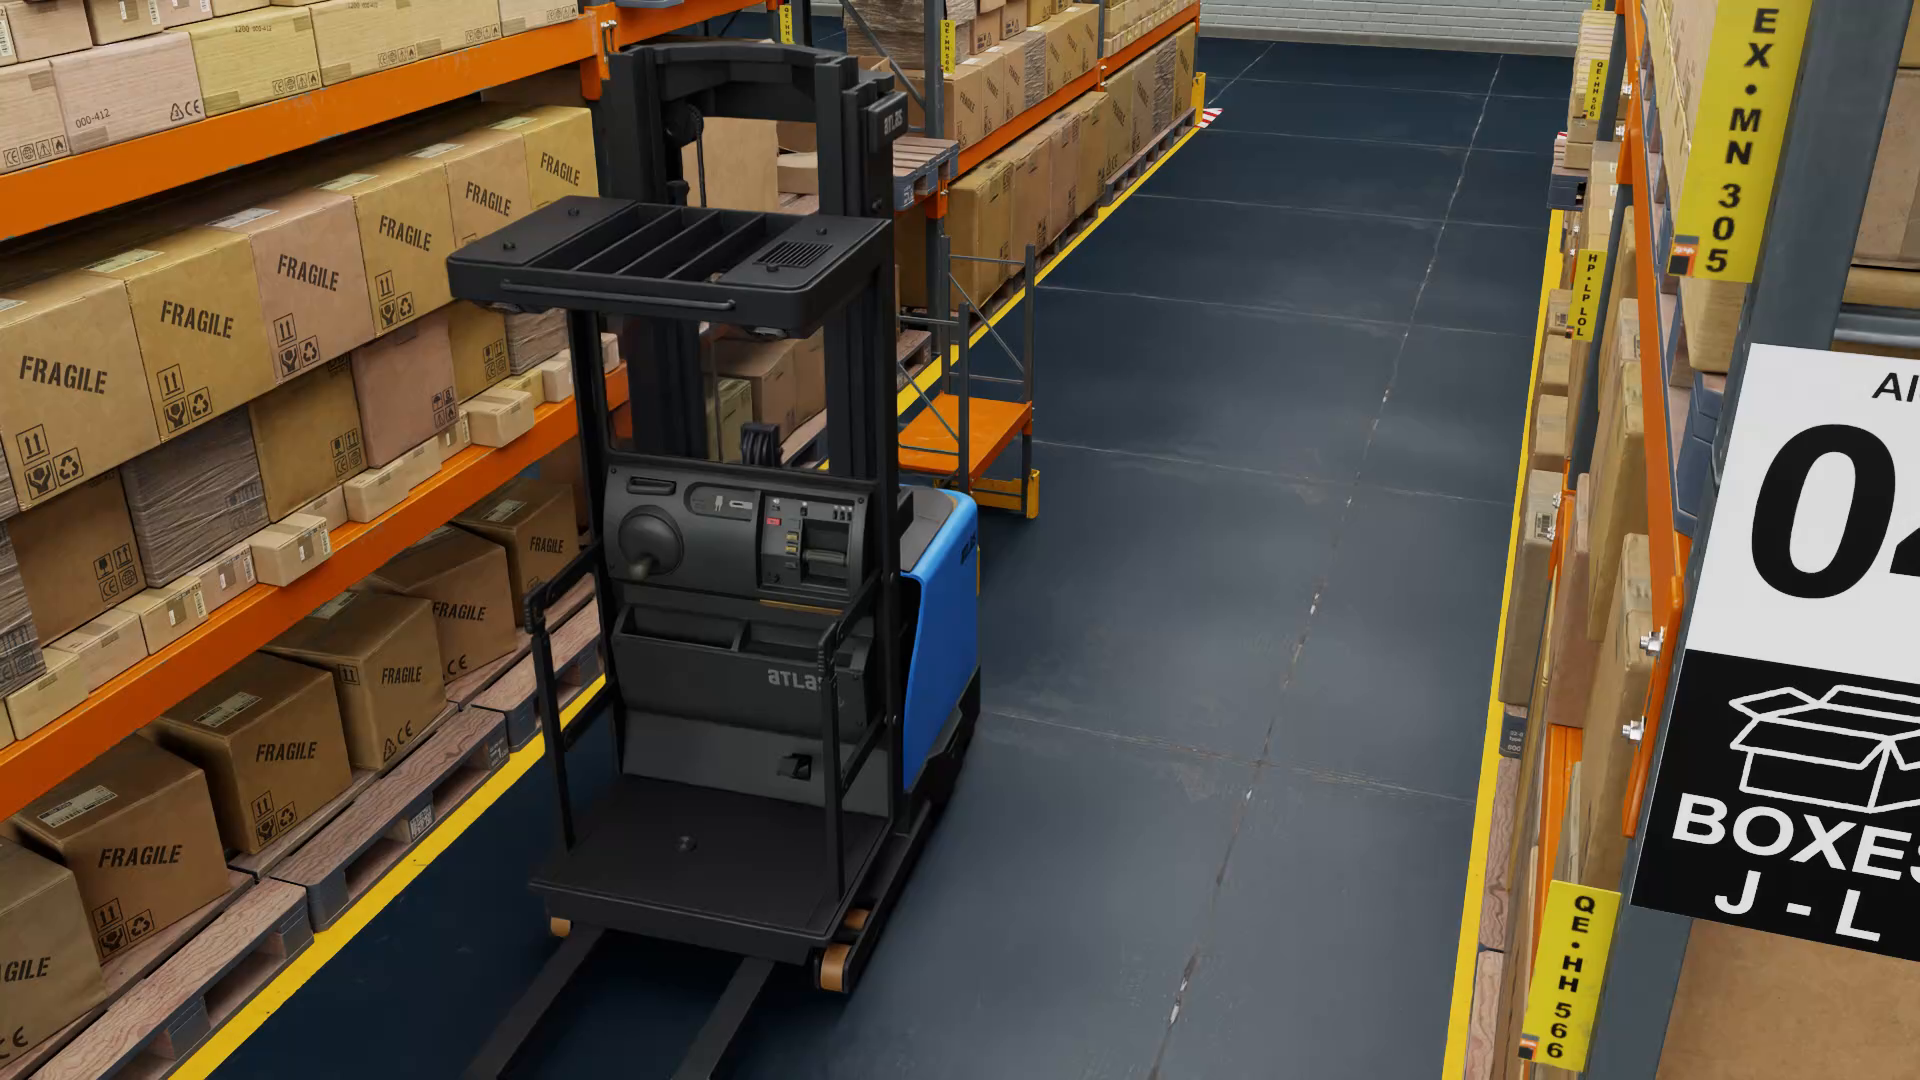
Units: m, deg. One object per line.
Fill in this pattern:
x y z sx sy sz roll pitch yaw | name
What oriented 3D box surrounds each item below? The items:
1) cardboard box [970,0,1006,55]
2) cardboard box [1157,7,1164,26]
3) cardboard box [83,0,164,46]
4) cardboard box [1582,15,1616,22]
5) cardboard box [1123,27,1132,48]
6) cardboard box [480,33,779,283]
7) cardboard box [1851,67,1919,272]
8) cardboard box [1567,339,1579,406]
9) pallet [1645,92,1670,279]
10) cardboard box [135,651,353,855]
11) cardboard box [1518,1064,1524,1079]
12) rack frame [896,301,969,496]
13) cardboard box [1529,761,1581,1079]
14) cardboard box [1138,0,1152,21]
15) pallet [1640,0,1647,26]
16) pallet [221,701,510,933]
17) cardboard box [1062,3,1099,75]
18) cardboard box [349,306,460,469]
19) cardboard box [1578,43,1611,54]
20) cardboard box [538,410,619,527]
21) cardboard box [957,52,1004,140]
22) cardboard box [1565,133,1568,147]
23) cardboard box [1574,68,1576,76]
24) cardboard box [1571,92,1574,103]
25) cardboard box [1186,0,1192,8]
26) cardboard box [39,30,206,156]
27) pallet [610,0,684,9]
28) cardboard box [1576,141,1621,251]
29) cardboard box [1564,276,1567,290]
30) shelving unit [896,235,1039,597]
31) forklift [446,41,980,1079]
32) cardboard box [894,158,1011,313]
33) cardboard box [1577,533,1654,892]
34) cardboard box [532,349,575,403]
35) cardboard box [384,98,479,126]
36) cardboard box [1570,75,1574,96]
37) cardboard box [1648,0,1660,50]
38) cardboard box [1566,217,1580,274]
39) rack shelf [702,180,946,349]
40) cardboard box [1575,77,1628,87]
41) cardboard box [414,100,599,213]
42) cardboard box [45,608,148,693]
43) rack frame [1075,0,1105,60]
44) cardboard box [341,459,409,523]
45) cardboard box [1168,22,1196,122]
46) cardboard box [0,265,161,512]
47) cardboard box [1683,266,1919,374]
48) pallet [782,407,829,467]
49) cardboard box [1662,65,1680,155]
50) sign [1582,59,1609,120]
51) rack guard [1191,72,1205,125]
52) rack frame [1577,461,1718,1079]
-0.116 -3.765 11.818 0.797 0.503 0.637 9 27 19 | cardboard box
1.751 -5.055 16.037 0.380 0.149 0.250 9 27 18 | cardboard box
-2.482 -1.487 4.651 0.380 0.149 0.250 8 27 15 | cardboard box
4.728 -3.719 12.113 0.380 0.149 0.250 10 27 19 | cardboard box
1.323 -4.523 14.939 0.380 0.149 0.250 10 27 19 | cardboard box
-1.529 -1.824 7.906 1.000 1.000 1.000 9 27 18 | cardboard box
1.286 -0.547 2.229 0.500 0.250 0.500 9 27 18 | cardboard box
2.808 -0.804 6.854 0.500 0.500 0.500 8 27 17 | cardboard box
2.028 -0.774 3.567 1.003 0.211 1.213 9 27 17 | pallet
-2.640 0.761 6.122 0.500 0.500 0.500 11 28 22 | cardboard box
1.550 1.824 3.496 0.875 0.875 0.875 9 27 18 | cardboard box
-0.198 -0.431 7.919 0.500 1.500 0.032 9 27 17 | rack frame
1.630 0.890 3.298 0.875 0.550 0.550 9 27 17 | cardboard box
1.477 -4.986 15.436 0.500 0.250 0.500 9 27 19 | cardboard box
2.977 -1.946 6.105 0.805 0.209 1.217 8 27 15 | pallet
-2.520 0.980 6.484 1.003 0.211 1.213 9 27 17 | pallet
0.838 -4.160 13.785 0.500 0.500 0.500 9 27 18 | cardboard box
-2.405 -0.642 6.177 0.875 0.500 0.500 9 27 17 | cardboard box
4.300 -3.192 11.024 0.380 0.149 0.250 10 27 19 | cardboard box
-1.701 -0.381 8.459 0.700 0.500 0.500 7 27 13 | cardboard box
-0.007 -3.121 11.638 0.500 0.500 0.500 8 27 16 | cardboard box
3.864 -2.389 10.049 0.380 0.149 0.250 9 27 17 | cardboard box
4.472 -3.270 11.526 0.380 0.149 0.250 10 28 20 | cardboard box
4.040 -2.742 10.437 0.380 0.149 0.250 9 27 18 | cardboard box
2.175 -5.576 17.113 0.380 0.149 0.250 9 27 18 | cardboard box
-2.518 -1.274 4.670 0.500 0.250 0.500 9 27 17 | cardboard box
-1.620 -2.563 7.375 1.213 0.211 1.003 9 27 17 | pallet
3.645 -1.842 8.997 0.500 0.500 0.500 9 27 18 | cardboard box
4.198 -1.527 10.849 0.500 0.500 0.500 10 28 20 | cardboard box
-0.025 -0.644 8.358 0.587 1.500 1.083 9 27 17 | shelving unit
-0.809 0.014 5.358 1.130 2.935 3.031 7 27 14 | forklift
-0.345 -2.216 11.842 1.225 0.875 0.875 7 27 15 | cardboard box
1.643 0.406 3.059 0.875 0.550 0.550 9 27 17 | cardboard box
-1.812 -0.714 7.071 0.380 0.149 0.250 9 27 17 | cardboard box
-2.315 -1.540 6.885 0.500 0.500 0.500 9 27 17 | cardboard box
4.473 -3.142 11.604 0.380 0.149 0.250 8 27 15 | cardboard box
2.024 -1.357 4.361 0.380 0.149 0.250 8 27 17 | cardboard box
4.187 -1.872 10.700 0.500 0.250 0.500 9 27 18 | cardboard box
-1.260 -1.557 9.350 1.077 0.370 4.000 9 27 17 | rack shelf
3.866 -2.657 9.919 0.380 0.149 0.250 8 27 17 | cardboard box
-1.816 -1.463 6.727 0.500 0.500 0.500 9 27 17 | cardboard box
-2.675 0.309 4.958 0.380 0.149 0.250 9 27 17 | cardboard box
0.737 -4.347 14.286 1.000 3.000 0.127 9 27 17 | rack frame
-2.233 -0.201 6.011 0.380 0.149 0.250 9 27 17 | cardboard box
1.930 -4.949 17.485 0.875 0.875 0.875 9 27 17 | cardboard box
-2.644 -0.435 4.604 0.500 0.500 0.500 9 27 17 | cardboard box
1.178 -0.311 2.201 0.380 0.149 0.250 9 27 17 | cardboard box
-1.264 -0.627 9.804 1.003 0.211 1.213 9 27 17 | pallet
1.601 -0.833 3.279 0.380 0.149 0.250 9 27 18 | cardboard box
3.534 -2.503 9.239 0.100 0.325 0.005 9 27 17 | sign
2.076 -4.875 18.246 1.175 0.500 0.348 9 27 17 | rack guard
1.387 1.345 2.529 1.000 3.000 0.127 9 27 17 | rack frame
